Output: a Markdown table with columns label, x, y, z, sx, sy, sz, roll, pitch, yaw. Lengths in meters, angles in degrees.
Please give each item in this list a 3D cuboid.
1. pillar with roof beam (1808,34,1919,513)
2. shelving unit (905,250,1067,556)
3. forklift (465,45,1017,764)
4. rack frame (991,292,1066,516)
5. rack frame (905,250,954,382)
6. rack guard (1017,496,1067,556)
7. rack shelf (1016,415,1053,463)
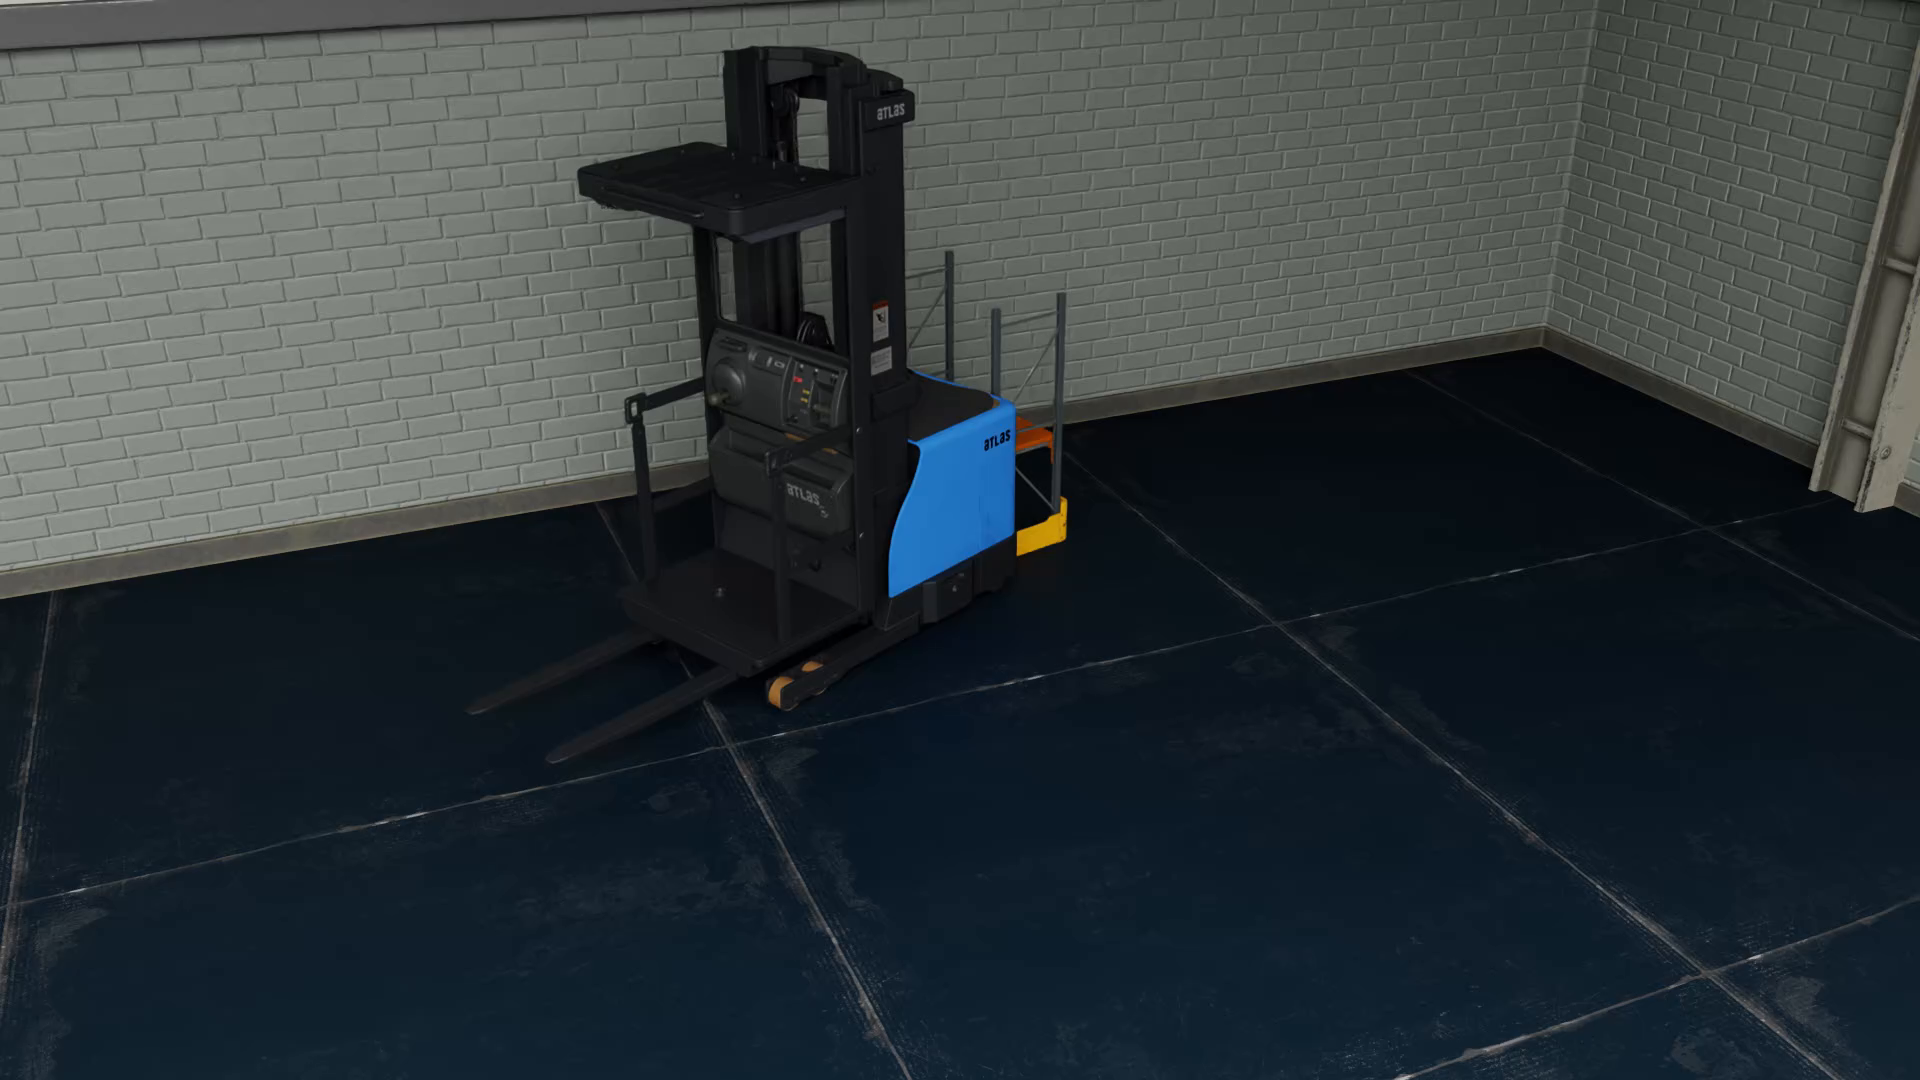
| label | x | y | z | sx | sy | sz | roll | pitch | yaw |
| --- | --- | --- | --- | --- | --- | --- | --- | --- | --- |
| pillar with roof beam | 1.565 | -3.575 | 6.815 | 9.100 | 9.000 | 0.400 | -11 | 28 | -21 |
| shelving unit | 0.070 | -0.790 | 9.659 | 0.587 | 1.500 | 1.083 | -19 | 32 | -33 |
| forklift | -1.033 | -0.740 | 7.924 | 1.130 | 2.935 | 3.031 | 21 | 33 | 36 |
| rack frame | 0.374 | -0.617 | 9.304 | 0.500 | 1.500 | 0.032 | -19 | 32 | -33 |
| rack frame | -0.245 | -0.971 | 10.028 | 0.500 | 1.500 | 0.032 | -19 | 32 | -33 |
| rack guard | 0.374 | -0.055 | 9.579 | 0.587 | 0.250 | 0.087 | -19 | 32 | -33 |
| rack shelf | 0.065 | -0.632 | 9.745 | 0.538 | 0.185 | 1.000 | -19 | 32 | -33 |
